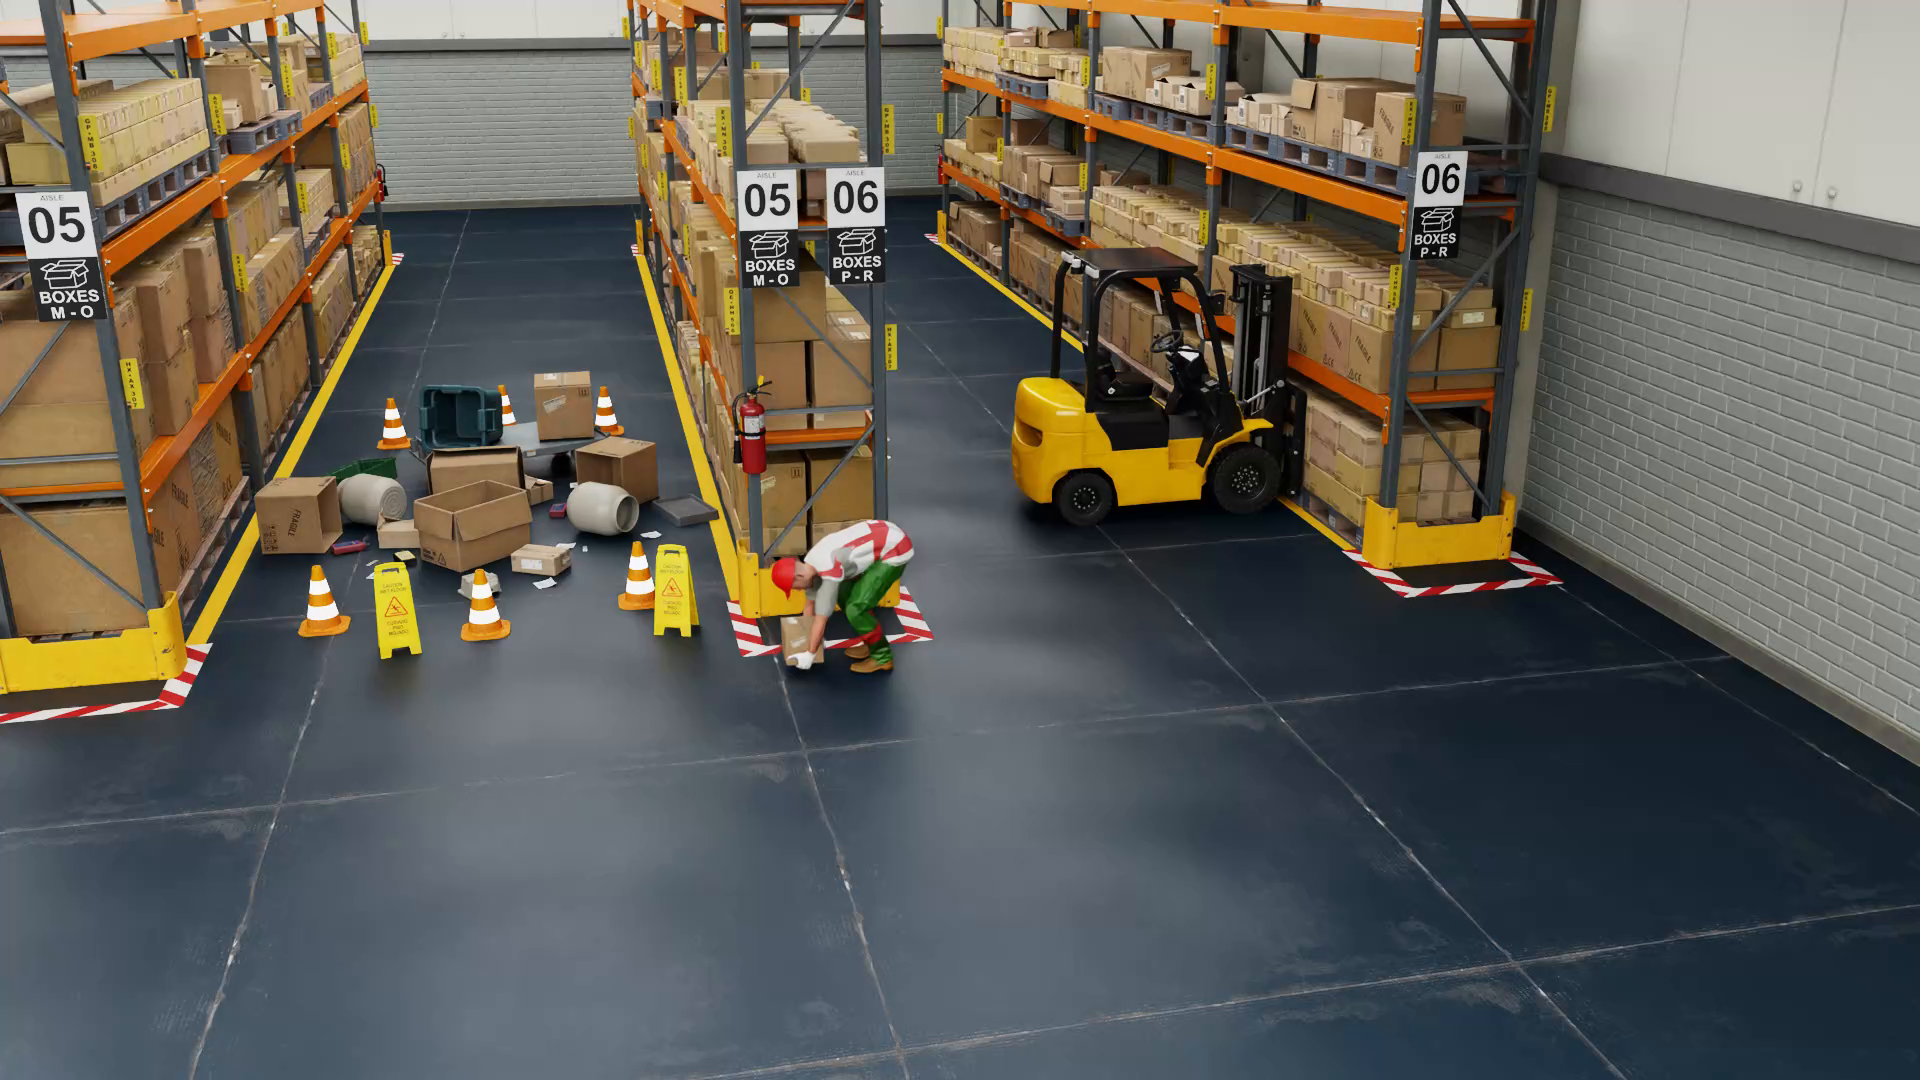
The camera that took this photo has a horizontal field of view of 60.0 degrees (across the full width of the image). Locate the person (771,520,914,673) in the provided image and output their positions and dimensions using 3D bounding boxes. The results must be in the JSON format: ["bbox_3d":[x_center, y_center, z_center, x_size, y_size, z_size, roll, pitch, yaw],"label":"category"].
[{"bbox_3d":[-0.782,0.382,11.132,0.950,0.997,0.528,-5,20,-15],"label":"person"}]
